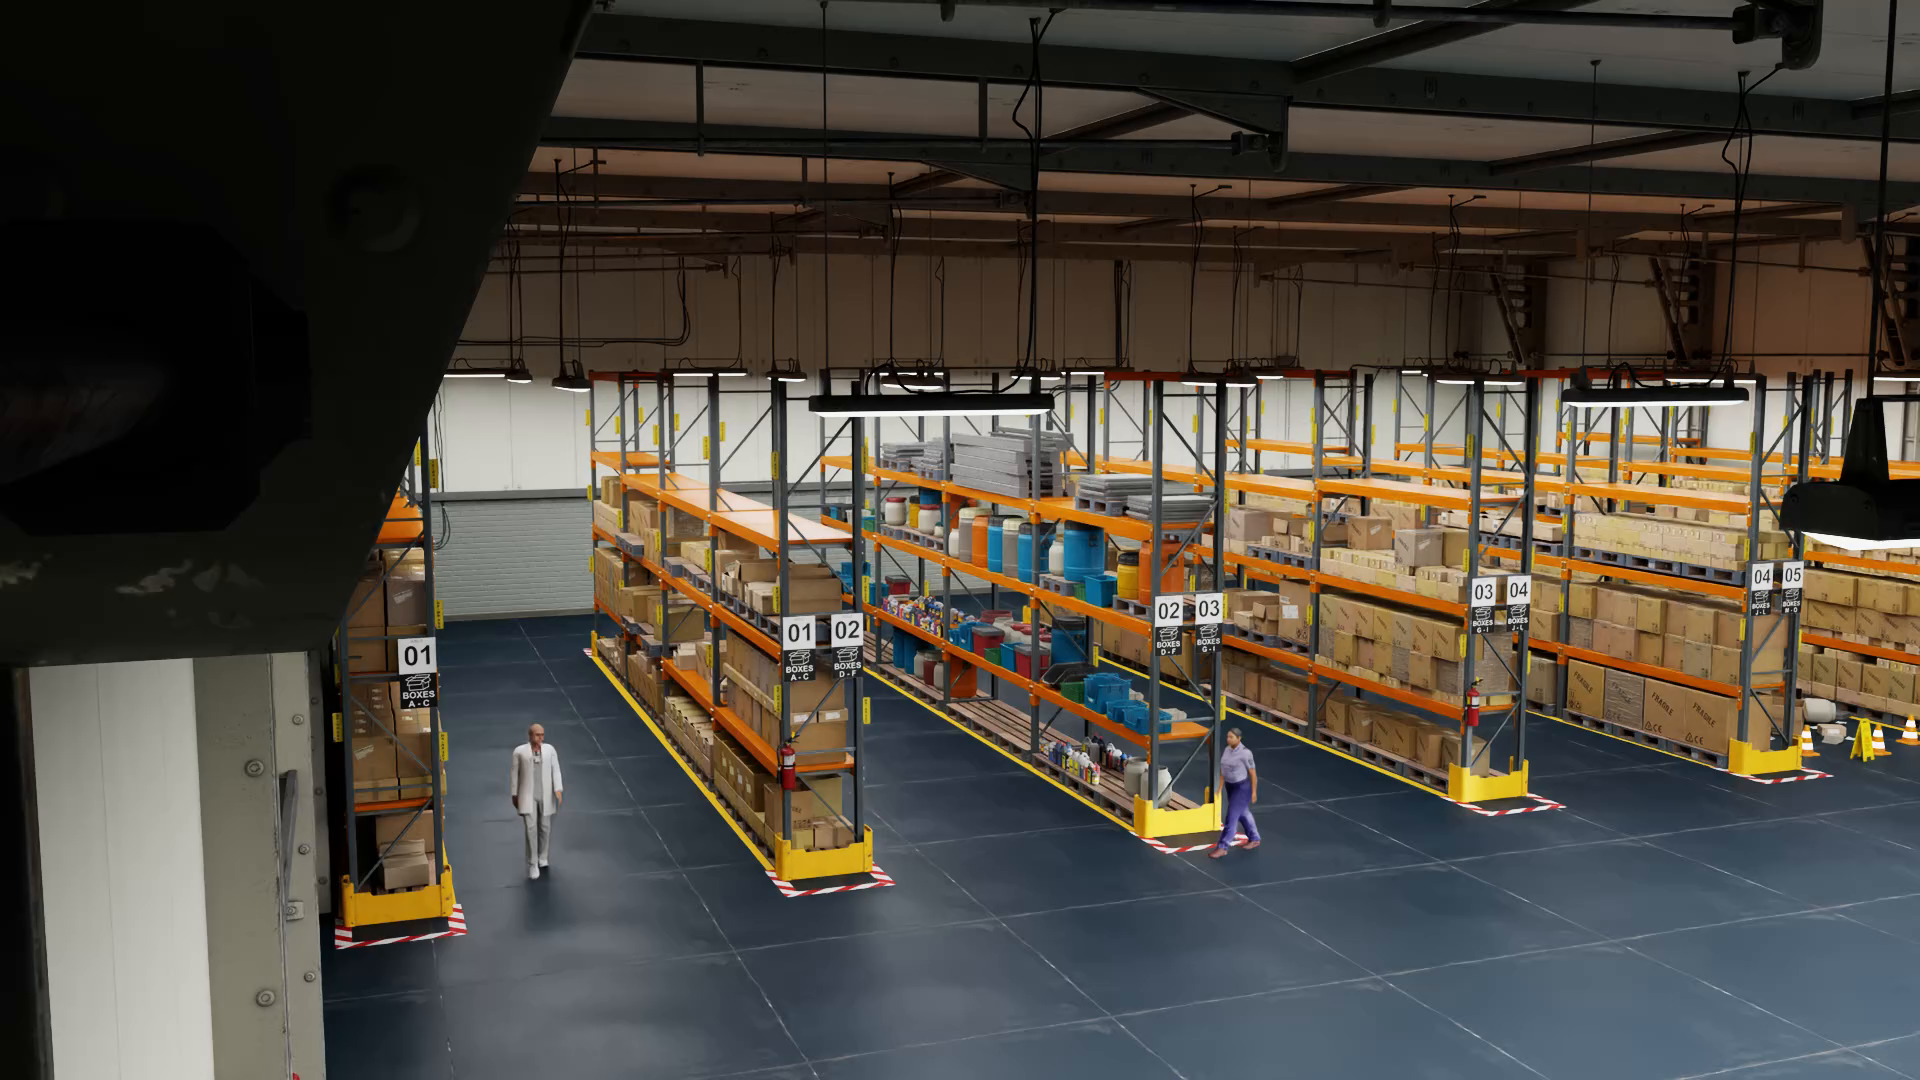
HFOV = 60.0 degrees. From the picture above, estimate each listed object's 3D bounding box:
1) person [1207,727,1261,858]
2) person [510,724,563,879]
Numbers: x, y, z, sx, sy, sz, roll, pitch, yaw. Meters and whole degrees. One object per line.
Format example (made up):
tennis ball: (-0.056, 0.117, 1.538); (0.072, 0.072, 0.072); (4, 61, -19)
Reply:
person: (3.453, 3.172, 21.057); (0.921, 1.586, 0.508); (-3, 7, -22)
person: (-5.176, 3.192, 20.430); (0.607, 1.814, 0.739); (-3, 7, -27)
